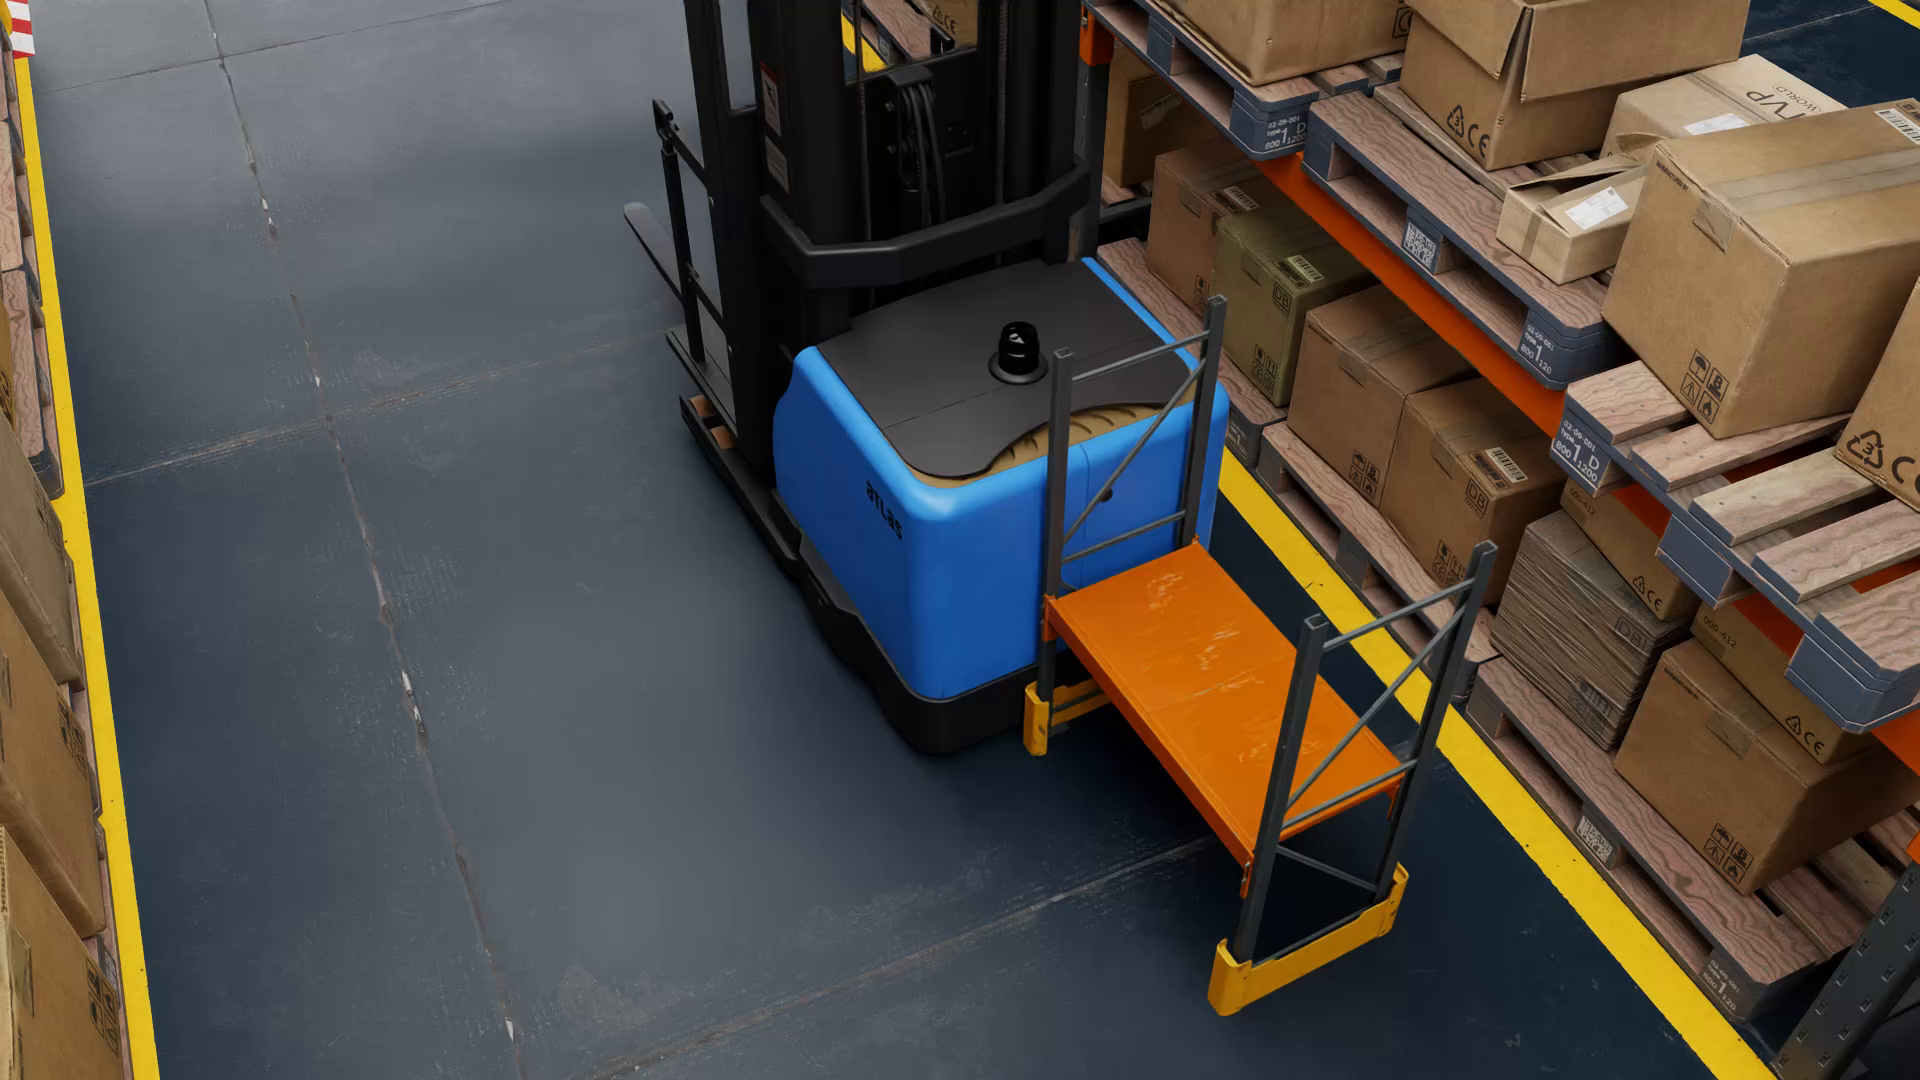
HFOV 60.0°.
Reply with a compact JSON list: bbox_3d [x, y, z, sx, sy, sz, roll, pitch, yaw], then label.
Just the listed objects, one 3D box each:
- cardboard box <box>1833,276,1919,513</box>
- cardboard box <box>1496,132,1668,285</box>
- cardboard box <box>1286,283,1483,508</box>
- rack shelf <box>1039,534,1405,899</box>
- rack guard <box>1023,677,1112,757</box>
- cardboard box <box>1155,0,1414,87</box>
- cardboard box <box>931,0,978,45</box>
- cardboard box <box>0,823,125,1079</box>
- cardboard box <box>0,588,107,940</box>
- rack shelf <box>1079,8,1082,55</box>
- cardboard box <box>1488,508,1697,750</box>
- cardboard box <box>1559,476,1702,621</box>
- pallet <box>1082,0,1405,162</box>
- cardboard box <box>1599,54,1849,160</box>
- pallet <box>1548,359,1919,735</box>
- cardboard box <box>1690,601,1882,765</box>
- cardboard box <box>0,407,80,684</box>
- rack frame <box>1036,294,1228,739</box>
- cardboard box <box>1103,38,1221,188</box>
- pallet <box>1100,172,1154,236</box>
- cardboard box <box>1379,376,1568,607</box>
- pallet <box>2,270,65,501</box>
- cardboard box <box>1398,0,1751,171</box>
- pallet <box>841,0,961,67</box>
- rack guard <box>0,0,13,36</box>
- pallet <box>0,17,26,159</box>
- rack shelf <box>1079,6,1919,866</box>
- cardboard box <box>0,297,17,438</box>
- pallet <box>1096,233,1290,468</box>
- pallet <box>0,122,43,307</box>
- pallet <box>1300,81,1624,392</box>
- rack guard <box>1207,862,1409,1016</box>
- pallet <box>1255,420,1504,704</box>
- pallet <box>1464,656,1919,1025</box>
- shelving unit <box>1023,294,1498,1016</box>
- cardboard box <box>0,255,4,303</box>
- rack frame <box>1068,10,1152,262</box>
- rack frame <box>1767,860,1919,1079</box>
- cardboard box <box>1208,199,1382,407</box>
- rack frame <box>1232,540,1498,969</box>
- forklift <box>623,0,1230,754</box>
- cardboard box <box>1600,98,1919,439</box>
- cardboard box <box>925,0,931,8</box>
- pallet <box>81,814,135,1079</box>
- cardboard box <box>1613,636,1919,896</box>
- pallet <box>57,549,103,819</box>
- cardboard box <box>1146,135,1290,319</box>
[{"bbox_3d":[2.330,-0.316,3.565,0.500,0.500,0.500,-24,49,-22],"label":"cardboard box"},{"bbox_3d":[1.648,-0.883,4.306,0.396,0.266,0.258,-19,48,-19],"label":"cardboard box"},{"bbox_3d":[1.570,-0.551,5.639,0.700,0.500,0.500,-22,49,-21],"label":"cardboard box"},{"bbox_3d":[0.697,0.440,4.493,0.538,0.185,1.000,-21,48,-20],"label":"rack shelf"},{"bbox_3d":[0.464,0.454,5.111,0.587,0.250,0.087,-21,48,-20],"label":"rack guard"},{"bbox_3d":[1.119,-2.163,5.081,1.000,1.000,1.000,-18,47,-17],"label":"cardboard box"},{"bbox_3d":[0.200,-2.609,7.740,0.500,0.500,0.500,-22,49,-21],"label":"cardboard box"},{"bbox_3d":[-2.494,1.282,3.618,1.050,0.750,0.750,-17,47,-17],"label":"cardboard box"},{"bbox_3d":[-2.886,0.689,4.219,1.050,0.750,0.750,-18,47,-17],"label":"cardboard box"},{"bbox_3d":[0.071,-3.366,7.538,1.077,0.370,4.000,-18,47,-17],"label":"rack shelf"},{"bbox_3d":[2.049,0.164,4.915,0.700,0.500,0.500,-22,49,-21],"label":"cardboard box"},{"bbox_3d":[2.053,-0.086,4.634,0.500,0.250,0.500,-13,46,-13],"label":"cardboard box"},{"bbox_3d":[1.101,-1.750,5.524,1.003,0.211,1.213,-18,47,-17],"label":"pallet"},{"bbox_3d":[2.098,-1.031,4.467,0.500,0.250,0.500,-19,48,-19],"label":"cardboard box"},{"bbox_3d":[2.198,-0.153,3.906,1.213,0.211,1.003,-18,47,-17],"label":"pallet"},{"bbox_3d":[2.285,0.249,4.294,0.500,0.250,0.500,-16,47,-16],"label":"cardboard box"},{"bbox_3d":[-3.288,0.073,4.843,1.050,0.750,0.750,-18,47,-18],"label":"cardboard box"},{"bbox_3d":[0.455,-0.002,4.685,0.500,1.500,0.032,-21,48,-20],"label":"rack frame"},{"bbox_3d":[0.780,-1.874,6.995,0.500,0.500,0.500,-19,48,-19],"label":"cardboard box"},{"bbox_3d":[0.597,-1.773,7.396,1.003,0.211,1.213,-18,47,-17],"label":"pallet"},{"bbox_3d":[1.804,-0.196,5.279,0.700,0.500,0.500,-14,46,-14],"label":"cardboard box"},{"bbox_3d":[-3.880,-0.462,6.068,1.003,0.211,1.213,-18,47,-17],"label":"pallet"},{"bbox_3d":[1.725,-1.457,4.718,0.797,0.503,0.637,-14,46,-13],"label":"cardboard box"},{"bbox_3d":[0.081,-2.551,8.185,1.003,0.211,1.213,-18,47,-17],"label":"pallet"},{"bbox_3d":[-5.323,-2.622,8.051,1.175,0.500,0.348,-18,47,-17],"label":"rack guard"},{"bbox_3d":[-4.905,-2.017,7.644,1.003,0.211,1.213,-18,47,-17],"label":"pallet"},{"bbox_3d":[1.753,-0.817,4.955,1.077,0.370,4.000,-18,47,-17],"label":"rack shelf"},{"bbox_3d":[-3.832,-0.762,5.600,0.875,0.875,0.875,-17,47,-17],"label":"cardboard box"},{"bbox_3d":[1.241,-0.859,6.471,1.003,0.211,1.213,-18,47,-17],"label":"pallet"},{"bbox_3d":[-4.396,-1.241,6.858,1.003,0.211,1.213,-18,47,-17],"label":"pallet"},{"bbox_3d":[1.724,-0.980,4.744,1.003,0.211,1.213,-18,47,-17],"label":"pallet"},{"bbox_3d":[0.938,1.070,4.488,0.587,0.250,0.087,-21,48,-20],"label":"rack guard"},{"bbox_3d":[1.758,-0.081,5.682,1.003,0.211,1.213,-18,47,-17],"label":"pallet"},{"bbox_3d":[2.267,0.695,4.895,1.003,0.211,1.213,-18,47,-17],"label":"pallet"},{"bbox_3d":[0.701,0.317,4.361,0.587,1.500,1.083,-21,48,-20],"label":"shelving unit"},{"bbox_3d":[-4.214,-1.335,6.181,0.875,0.875,0.875,-18,47,-17],"label":"cardboard box"},{"bbox_3d":[0.912,-2.348,5.994,1.000,3.000,0.127,-18,47,-17],"label":"rack frame"},{"bbox_3d":[2.594,0.201,3.410,1.000,3.000,0.127,-18,47,-17],"label":"rack frame"},{"bbox_3d":[1.334,-0.907,6.001,0.700,0.500,0.500,-18,47,-18],"label":"cardboard box"},{"bbox_3d":[0.939,0.626,4.048,0.500,1.500,0.032,-21,48,-20],"label":"rack frame"},{"bbox_3d":[-0.367,-1.434,5.116,1.130,2.935,3.031,-21,48,-20],"label":"forklift"},{"bbox_3d":[2.005,-0.642,3.895,0.700,0.500,0.500,-12,46,-12],"label":"cardboard box"},{"bbox_3d":[0.006,-2.978,8.113,0.500,0.500,0.500,-14,46,-14],"label":"cardboard box"},{"bbox_3d":[-2.721,1.293,4.289,1.003,0.211,1.213,-18,47,-17],"label":"pallet"},{"bbox_3d":[2.294,0.513,4.561,0.700,0.500,0.500,-20,48,-19],"label":"cardboard box"},{"bbox_3d":[-3.238,0.515,5.078,1.003,0.211,1.213,-18,47,-17],"label":"pallet"},{"bbox_3d":[1.151,-1.217,6.314,0.700,0.500,0.500,-22,49,-20],"label":"cardboard box"}]
